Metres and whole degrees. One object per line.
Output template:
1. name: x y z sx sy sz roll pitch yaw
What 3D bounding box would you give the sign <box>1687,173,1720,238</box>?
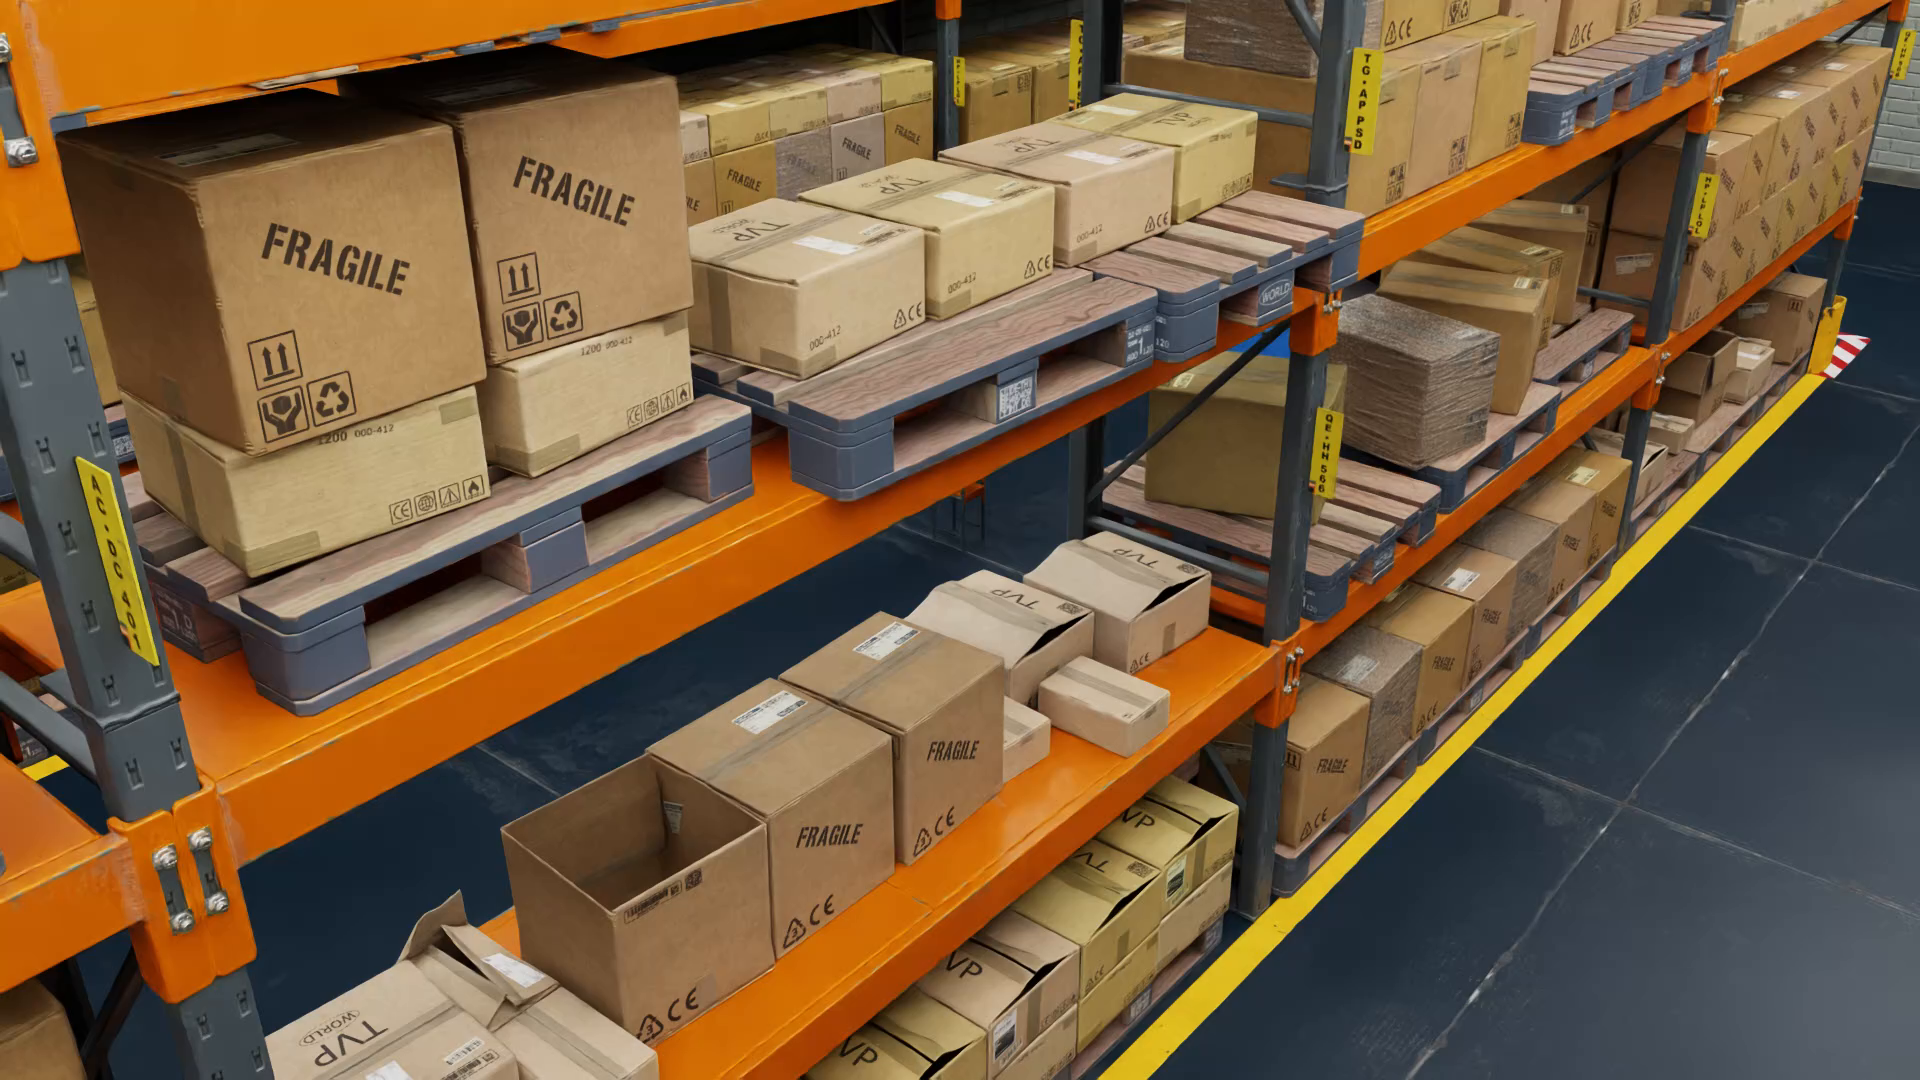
1. sign: 3.822 -1.719 8.548 0.100 0.325 0.005 21 34 34

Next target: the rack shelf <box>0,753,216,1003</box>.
1. rack shelf: -2.969 1.167 1.748 1.077 0.370 4.000 21 34 34

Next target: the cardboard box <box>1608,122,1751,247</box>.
1. cardboard box: 3.908 -1.939 9.037 0.500 0.500 0.500 22 34 36

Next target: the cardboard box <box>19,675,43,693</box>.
1. cardboard box: -4.777 0.475 7.808 0.700 0.500 0.500 20 33 33

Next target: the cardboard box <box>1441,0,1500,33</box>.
1. cardboard box: 1.778 -2.283 6.437 0.500 0.500 0.500 21 34 34

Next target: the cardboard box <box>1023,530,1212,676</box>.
1. cardboard box: 0.582 0.208 6.180 0.500 0.311 0.500 23 35 37

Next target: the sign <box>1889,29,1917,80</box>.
1. sign: 6.351 -3.269 11.201 0.100 0.325 0.005 21 34 34

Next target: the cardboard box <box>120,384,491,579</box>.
1. cardboard box: -1.298 -0.197 3.308 0.500 0.250 0.500 -24 36 -38

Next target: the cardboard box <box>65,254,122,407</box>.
1. cardboard box: -4.044 -1.016 7.862 0.700 0.500 0.500 21 34 34

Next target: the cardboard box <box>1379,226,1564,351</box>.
1. cardboard box: 2.529 -1.232 8.301 0.500 0.500 0.700 -22 35 -36

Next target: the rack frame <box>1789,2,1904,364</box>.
1. rack frame: 5.936 -2.784 11.867 1.000 3.000 0.127 21 34 34

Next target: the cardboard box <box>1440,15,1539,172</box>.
1. cardboard box: 1.754 -1.854 6.696 0.910 0.500 0.500 21 34 34

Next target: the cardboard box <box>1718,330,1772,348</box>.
1. cardboard box: 5.453 -1.339 11.678 0.380 0.166 0.250 21 34 34

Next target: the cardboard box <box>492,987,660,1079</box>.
1. cardboard box: -0.976 1.328 4.192 0.380 0.149 0.250 21 34 34

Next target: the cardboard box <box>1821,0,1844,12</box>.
1. cardboard box: 4.848 -3.263 9.691 0.500 0.250 0.500 21 34 34

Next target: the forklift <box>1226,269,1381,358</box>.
1. forklift: 3.153 -2.128 10.674 3.031 2.935 1.130 -15 31 -26

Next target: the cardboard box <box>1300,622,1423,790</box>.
1. cardboard box: 1.686 0.702 7.370 0.500 0.500 0.500 19 33 33

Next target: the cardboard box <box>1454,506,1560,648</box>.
1. cardboard box: 2.659 0.158 8.421 0.500 0.500 0.500 21 34 35

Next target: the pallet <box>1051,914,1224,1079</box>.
1. pallet: 0.294 1.571 6.483 1.003 0.211 1.213 21 34 34

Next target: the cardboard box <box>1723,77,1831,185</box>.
1. cardboard box: 4.891 -2.488 10.097 0.500 0.500 0.500 22 35 36

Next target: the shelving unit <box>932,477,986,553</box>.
1. shelving unit: -0.009 -0.528 9.464 0.258 1.200 0.189 21 34 34

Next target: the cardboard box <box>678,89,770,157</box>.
1. cardboard box: -1.514 -2.550 10.145 0.500 0.250 0.500 20 33 33

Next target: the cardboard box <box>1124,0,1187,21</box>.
1. cardboard box: 1.794 -4.180 14.239 0.980 0.700 0.700 23 35 37

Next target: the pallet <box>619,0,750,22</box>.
1. pallet: -1.900 -3.284 9.774 1.003 0.211 1.213 23 35 37

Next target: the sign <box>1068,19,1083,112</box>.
1. sign: 0.430 -1.669 5.884 0.100 0.325 0.005 21 34 34

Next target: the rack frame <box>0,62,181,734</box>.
1. rack frame: -1.697 -1.194 2.264 1.000 3.000 0.127 21 34 34

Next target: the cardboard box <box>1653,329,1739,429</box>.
1. cardboard box: 4.583 -1.120 10.889 0.797 0.503 0.637 21 34 34

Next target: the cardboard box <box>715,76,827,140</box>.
1. cardboard box: -1.190 -2.731 10.494 0.500 0.250 0.500 22 34 35

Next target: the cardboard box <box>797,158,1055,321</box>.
1. cardboard box: -0.090 -0.832 4.535 0.500 0.250 0.500 20 33 33

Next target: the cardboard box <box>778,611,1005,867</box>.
1. cardboard box: -0.207 0.608 5.202 0.500 0.500 0.500 19 33 32

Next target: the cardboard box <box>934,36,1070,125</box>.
1. cardboard box: 0.393 -3.390 12.712 0.980 0.700 0.700 20 33 33

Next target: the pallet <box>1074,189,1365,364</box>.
1. pallet: 0.485 -0.929 5.223 1.213 0.211 1.003 23 35 37

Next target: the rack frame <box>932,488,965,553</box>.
1. rack frame: -0.067 -0.495 9.402 0.240 1.200 0.006 21 34 34

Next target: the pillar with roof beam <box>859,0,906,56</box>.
1. pillar with roof beam: 2.666 -4.720 9.079 9.100 9.000 0.400 21 34 34

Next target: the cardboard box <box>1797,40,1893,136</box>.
1. cardboard box: 5.865 -3.034 11.154 0.500 0.500 0.500 20 34 34

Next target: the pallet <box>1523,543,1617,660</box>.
1. pallet: 2.903 0.172 9.187 1.003 0.211 1.213 21 34 34

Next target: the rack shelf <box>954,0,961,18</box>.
1. rack shelf: 0.839 -4.534 12.768 1.077 0.370 4.000 21 34 34

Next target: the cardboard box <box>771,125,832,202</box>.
1. cardboard box: -1.175 -2.401 10.672 0.500 0.500 0.500 21 34 34

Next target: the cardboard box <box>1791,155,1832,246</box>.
1. cardboard box: 5.212 -2.230 10.687 0.500 0.500 0.500 21 34 35

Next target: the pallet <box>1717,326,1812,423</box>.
1. pallet: 5.381 -1.235 11.909 1.003 0.211 1.213 21 34 34

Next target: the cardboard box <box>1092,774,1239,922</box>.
1. cardboard box: 0.704 1.096 6.292 0.500 0.311 0.500 22 34 36

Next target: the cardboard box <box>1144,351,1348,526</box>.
1. cardboard box: 1.161 -0.435 6.760 0.700 0.500 0.500 10 29 18

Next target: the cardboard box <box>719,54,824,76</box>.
1. cardboard box: -1.254 -3.056 11.123 0.500 0.250 0.500 21 34 35

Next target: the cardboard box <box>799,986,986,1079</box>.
1. cardboard box: -0.265 1.637 5.246 0.500 0.311 0.500 22 34 36

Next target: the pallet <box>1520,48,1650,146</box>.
1. pallet: 2.265 -2.035 7.360 1.213 0.211 1.003 21 34 34

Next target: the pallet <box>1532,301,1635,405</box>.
1. pallet: 2.799 -1.029 8.684 1.003 0.211 1.213 21 34 34

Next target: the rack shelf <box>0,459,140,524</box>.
1. rack shelf: -4.250 -0.365 7.975 1.077 0.370 4.000 21 34 34

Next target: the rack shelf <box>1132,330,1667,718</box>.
1. rack shelf: 2.119 -0.337 7.920 1.077 0.370 4.000 21 34 34

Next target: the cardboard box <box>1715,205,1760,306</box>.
1. cardboard box: 4.249 -1.694 9.651 0.500 0.500 0.500 21 34 35

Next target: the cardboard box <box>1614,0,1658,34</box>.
1. cardboard box: 3.014 -2.816 7.990 0.600 0.600 0.600 17 32 30

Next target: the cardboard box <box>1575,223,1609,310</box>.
1. cardboard box: 3.512 -1.662 9.590 0.500 0.500 0.500 21 34 35

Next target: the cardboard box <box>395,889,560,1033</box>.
1. cardboard box: -1.279 1.165 4.380 0.396 0.266 0.258 20 33 33

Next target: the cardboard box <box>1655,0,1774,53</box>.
1. cardboard box: 3.892 -2.732 8.664 0.500 0.250 0.500 21 34 34

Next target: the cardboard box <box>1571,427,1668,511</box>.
1. cardboard box: 3.825 -0.453 9.808 0.500 0.311 0.500 21 34 34

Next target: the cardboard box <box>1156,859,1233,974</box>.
1. cardboard box: 0.701 1.345 6.421 0.500 0.250 0.500 22 34 36

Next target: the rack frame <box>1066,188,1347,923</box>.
1. rack frame: 0.847 0.052 6.384 1.000 3.000 0.127 21 34 34
